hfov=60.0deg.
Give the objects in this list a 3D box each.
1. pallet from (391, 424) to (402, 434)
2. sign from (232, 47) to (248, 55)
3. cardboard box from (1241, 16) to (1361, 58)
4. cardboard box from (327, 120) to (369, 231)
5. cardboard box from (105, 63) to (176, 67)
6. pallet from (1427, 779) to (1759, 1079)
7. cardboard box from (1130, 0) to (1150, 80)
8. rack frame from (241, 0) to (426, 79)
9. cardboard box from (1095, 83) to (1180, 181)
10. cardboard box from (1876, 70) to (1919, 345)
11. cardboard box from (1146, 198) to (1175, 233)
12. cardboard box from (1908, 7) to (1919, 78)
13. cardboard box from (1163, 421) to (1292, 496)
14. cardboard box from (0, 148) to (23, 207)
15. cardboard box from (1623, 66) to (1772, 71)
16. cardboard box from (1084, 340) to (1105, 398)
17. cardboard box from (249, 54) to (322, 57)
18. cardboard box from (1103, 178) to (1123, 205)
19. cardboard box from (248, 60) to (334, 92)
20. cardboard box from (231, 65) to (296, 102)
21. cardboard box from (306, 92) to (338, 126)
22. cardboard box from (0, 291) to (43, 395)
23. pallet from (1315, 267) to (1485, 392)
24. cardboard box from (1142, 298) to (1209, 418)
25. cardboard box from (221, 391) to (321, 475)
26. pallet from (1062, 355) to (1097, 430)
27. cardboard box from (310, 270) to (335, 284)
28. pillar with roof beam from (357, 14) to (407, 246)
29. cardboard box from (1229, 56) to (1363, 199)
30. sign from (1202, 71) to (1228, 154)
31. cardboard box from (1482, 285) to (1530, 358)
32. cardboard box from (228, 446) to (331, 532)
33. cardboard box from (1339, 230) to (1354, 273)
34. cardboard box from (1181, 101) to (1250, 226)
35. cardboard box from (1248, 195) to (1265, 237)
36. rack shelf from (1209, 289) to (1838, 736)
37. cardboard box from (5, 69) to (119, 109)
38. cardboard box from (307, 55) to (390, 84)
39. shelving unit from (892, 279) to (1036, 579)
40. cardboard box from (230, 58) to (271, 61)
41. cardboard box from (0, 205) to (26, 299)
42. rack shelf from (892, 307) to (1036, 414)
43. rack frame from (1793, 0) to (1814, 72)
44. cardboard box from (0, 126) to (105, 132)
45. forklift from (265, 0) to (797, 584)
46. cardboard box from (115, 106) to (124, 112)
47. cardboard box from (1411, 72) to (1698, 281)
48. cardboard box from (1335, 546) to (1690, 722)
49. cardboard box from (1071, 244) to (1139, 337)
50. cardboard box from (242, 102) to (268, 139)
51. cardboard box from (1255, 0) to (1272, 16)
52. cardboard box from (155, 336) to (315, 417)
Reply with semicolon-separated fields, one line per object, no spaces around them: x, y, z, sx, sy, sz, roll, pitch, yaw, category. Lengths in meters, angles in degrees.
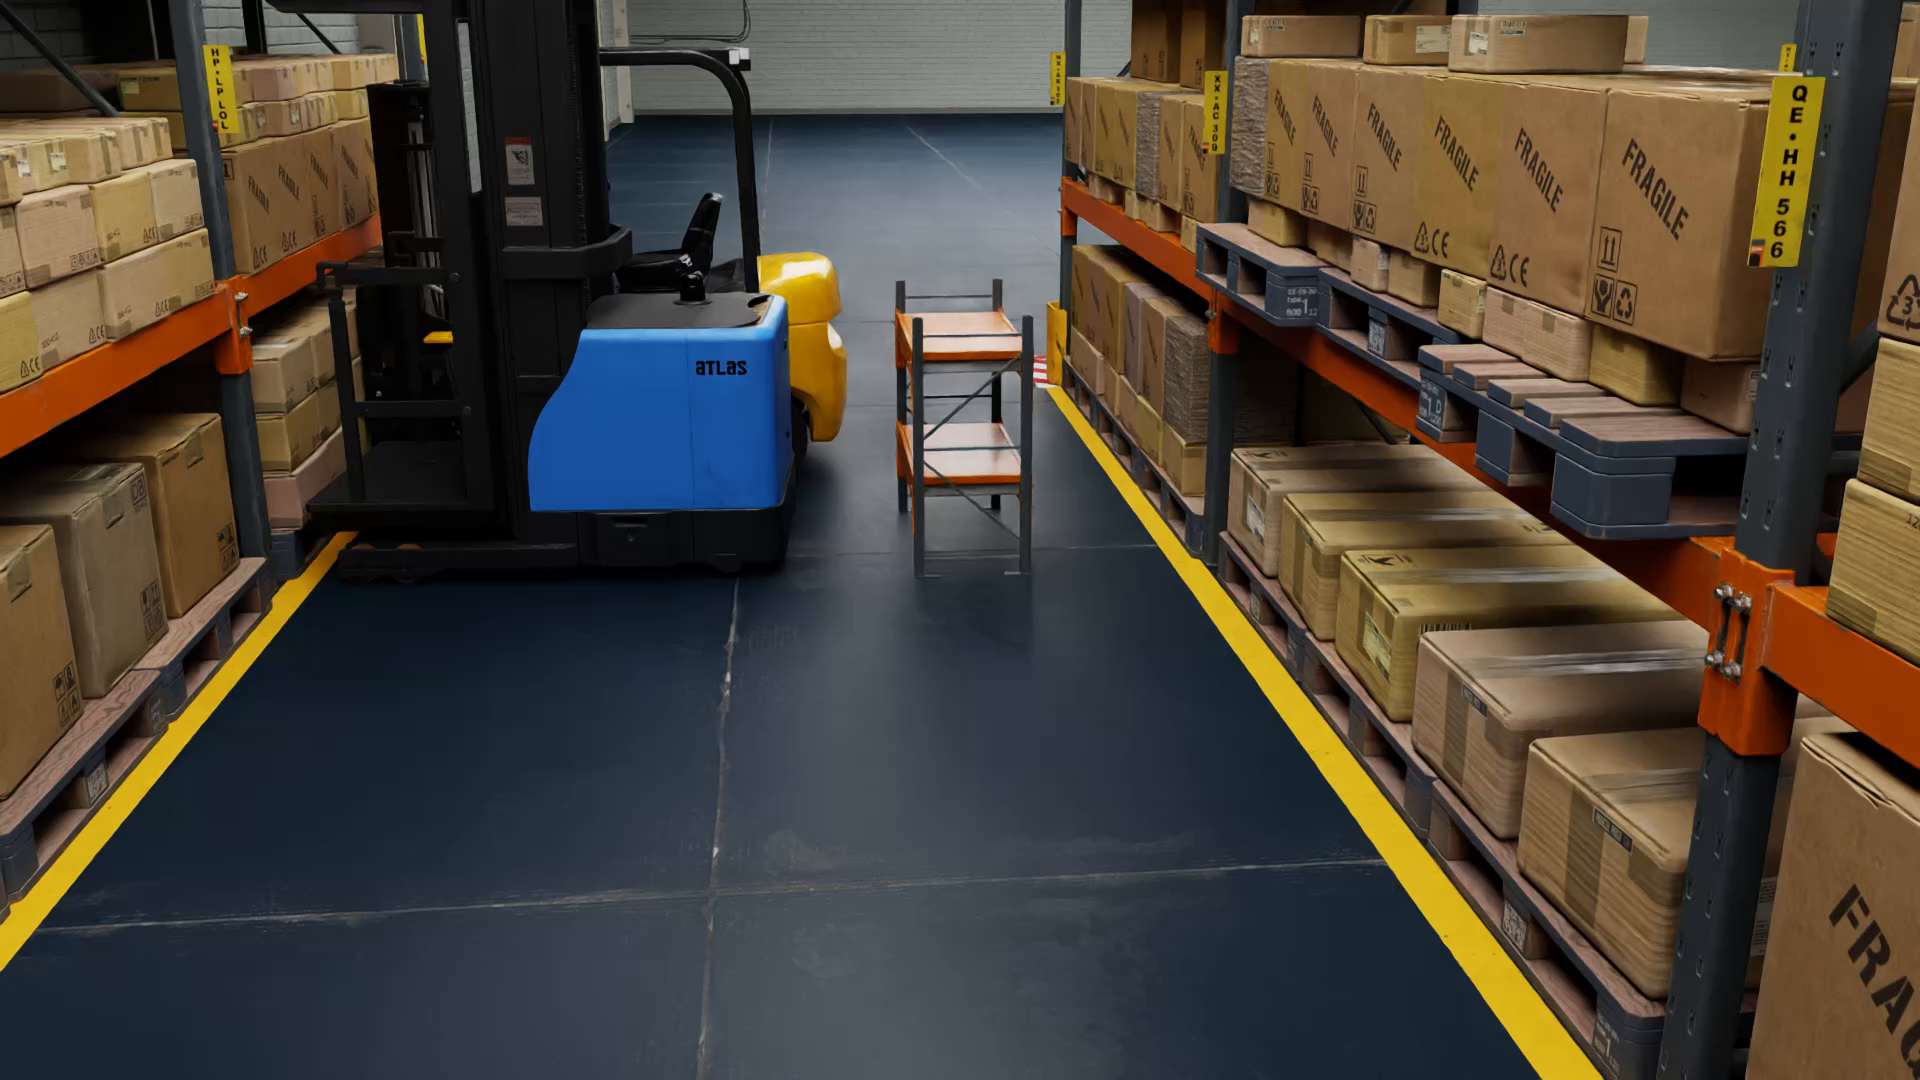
-3.529;-0.457;8.779;1.003;0.211;1.213;-2;18;-6;pallet
-4.325;-2.812;10.048;0.100;0.325;0.005;-2;18;-6;sign
1.274;-1.887;6.234;0.380;0.149;0.250;-2;18;-6;cardboard box
-3.300;-1.829;8.327;0.500;0.500;0.500;-2;18;-5;cardboard box
-3.793;-2.152;7.778;0.380;0.149;0.250;-2;18;-6;cardboard box
1.910;0.950;4.298;1.003;0.211;1.213;-2;18;-6;pallet
1.434;-3.052;10.058;0.700;0.500;0.500;-2;18;-7;cardboard box
-3.773;-2.376;10.239;1.000;3.000;0.127;-2;18;-6;rack frame
1.048;-2.265;9.220;0.500;0.500;0.500;-2;18;-7;cardboard box
1.797;-0.518;2.482;0.500;0.500;0.500;-2;18;-7;cardboard box
1.133;-1.608;8.211;0.380;0.149;0.250;-2;18;-6;cardboard box
6.148;-2.857;9.716;0.875;0.550;0.550;-2;18;-6;cardboard box
1.249;-0.395;7.818;0.500;0.250;0.500;-1;17;-3;cardboard box
-2.838;-0.991;4.574;0.380;0.149;0.250;-2;18;-7;cardboard box
2.007;-1.141;4.938;0.500;0.500;0.500;-2;18;-8;cardboard box
1.018;-1.018;9.802;0.500;0.250;0.500;-1;17;-4;cardboard box
-3.950;-2.769;9.742;0.380;0.149;0.250;-2;18;-7;cardboard box
1.021;-1.994;9.440;0.380;0.149;0.250;-1;17;-4;cardboard box
-3.362;-2.318;8.308;0.380;0.149;0.250;-2;17;-5;cardboard box
-3.174;-2.019;7.353;0.380;0.149;0.250;-1;17;-4;cardboard box
-3.271;-2.106;8.128;0.380;0.149;0.250;-2;18;-7;cardboard box
-2.909;-0.519;4.573;0.500;0.250;0.500;-1;17;-4;cardboard box
1.745;-0.644;5.042;1.003;0.211;1.213;-2;18;-6;pallet
1.195;-0.905;8.189;0.500;0.500;0.500;-1;17;-5;cardboard box
-3.103;-0.465;7.206;0.500;0.250;0.500;-2;18;-6;cardboard box
1.221;-0.935;10.302;1.003;0.211;1.213;-2;18;-6;pallet
-3.294;-1.312;9.070;0.500;0.250;0.500;-2;17;-5;cardboard box
-0.934;-6.924;14.708;9.100;9.000;0.400;-2;18;-6;pillar with roof beam
1.340;-1.581;6.339;0.500;0.500;0.500;-1;17;-4;cardboard box
1.038;-1.733;6.744;0.100;0.325;0.005;-2;18;-6;sign
1.533;-0.545;4.123;0.380;0.149;0.250;-3;18;-8;cardboard box
-3.080;-0.227;7.283;0.500;0.250;0.500;-2;18;-5;cardboard box
1.450;-0.937;5.371;0.380;0.149;0.250;-2;18;-5;cardboard box
1.284;-1.653;7.272;0.500;0.500;0.500;-2;18;-7;cardboard box
1.320;-1.245;6.354;0.380;0.149;0.250;-2;17;-5;cardboard box
1.783;-0.400;5.144;1.077;0.370;4.000;-2;18;-6;rack shelf
-3.678;-1.846;6.801;0.380;0.149;0.250;-2;18;-7;cardboard box
-3.416;-2.626;9.286;0.380;0.149;0.250;-1;17;-4;cardboard box
0.001;-0.535;7.502;0.538;1.125;1.048;-2;18;-6;shelving unit
-3.853;-2.460;8.757;0.380;0.149;0.250;-1;17;-4;cardboard box
-2.914;-0.757;4.495;0.500;0.250;0.500;-2;17;-5;cardboard box
0.001;-0.814;7.415;0.538;0.278;1.000;-2;18;-6;rack shelf
6.078;-2.714;11.314;1.000;3.000;0.127;-2;18;-6;rack frame
-3.086;-1.296;5.548;0.380;0.149;0.250;-2;18;-6;cardboard box
-2.288;-1.373;7.159;3.031;2.935;1.130;-1;17;-2;forklift
-3.728;-1.782;7.096;0.380;0.149;0.250;-1;17;-4;cardboard box
1.549;-0.968;4.389;0.500;0.500;0.500;-3;18;-9;cardboard box
1.784;0.292;5.426;0.950;0.372;0.625;-1;17;-4;cardboard box
0.975;-1.521;10.152;0.500;0.500;0.500;-2;18;-7;cardboard box
-3.214;-1.799;7.149;0.380;0.149;0.250;-2;18;-6;cardboard box
1.716;-2.296;7.651;0.700;0.500;0.500;-2;18;-5;cardboard box
-3.098;-0.704;7.132;0.500;0.250;0.500;-2;18;-6;cardboard box
